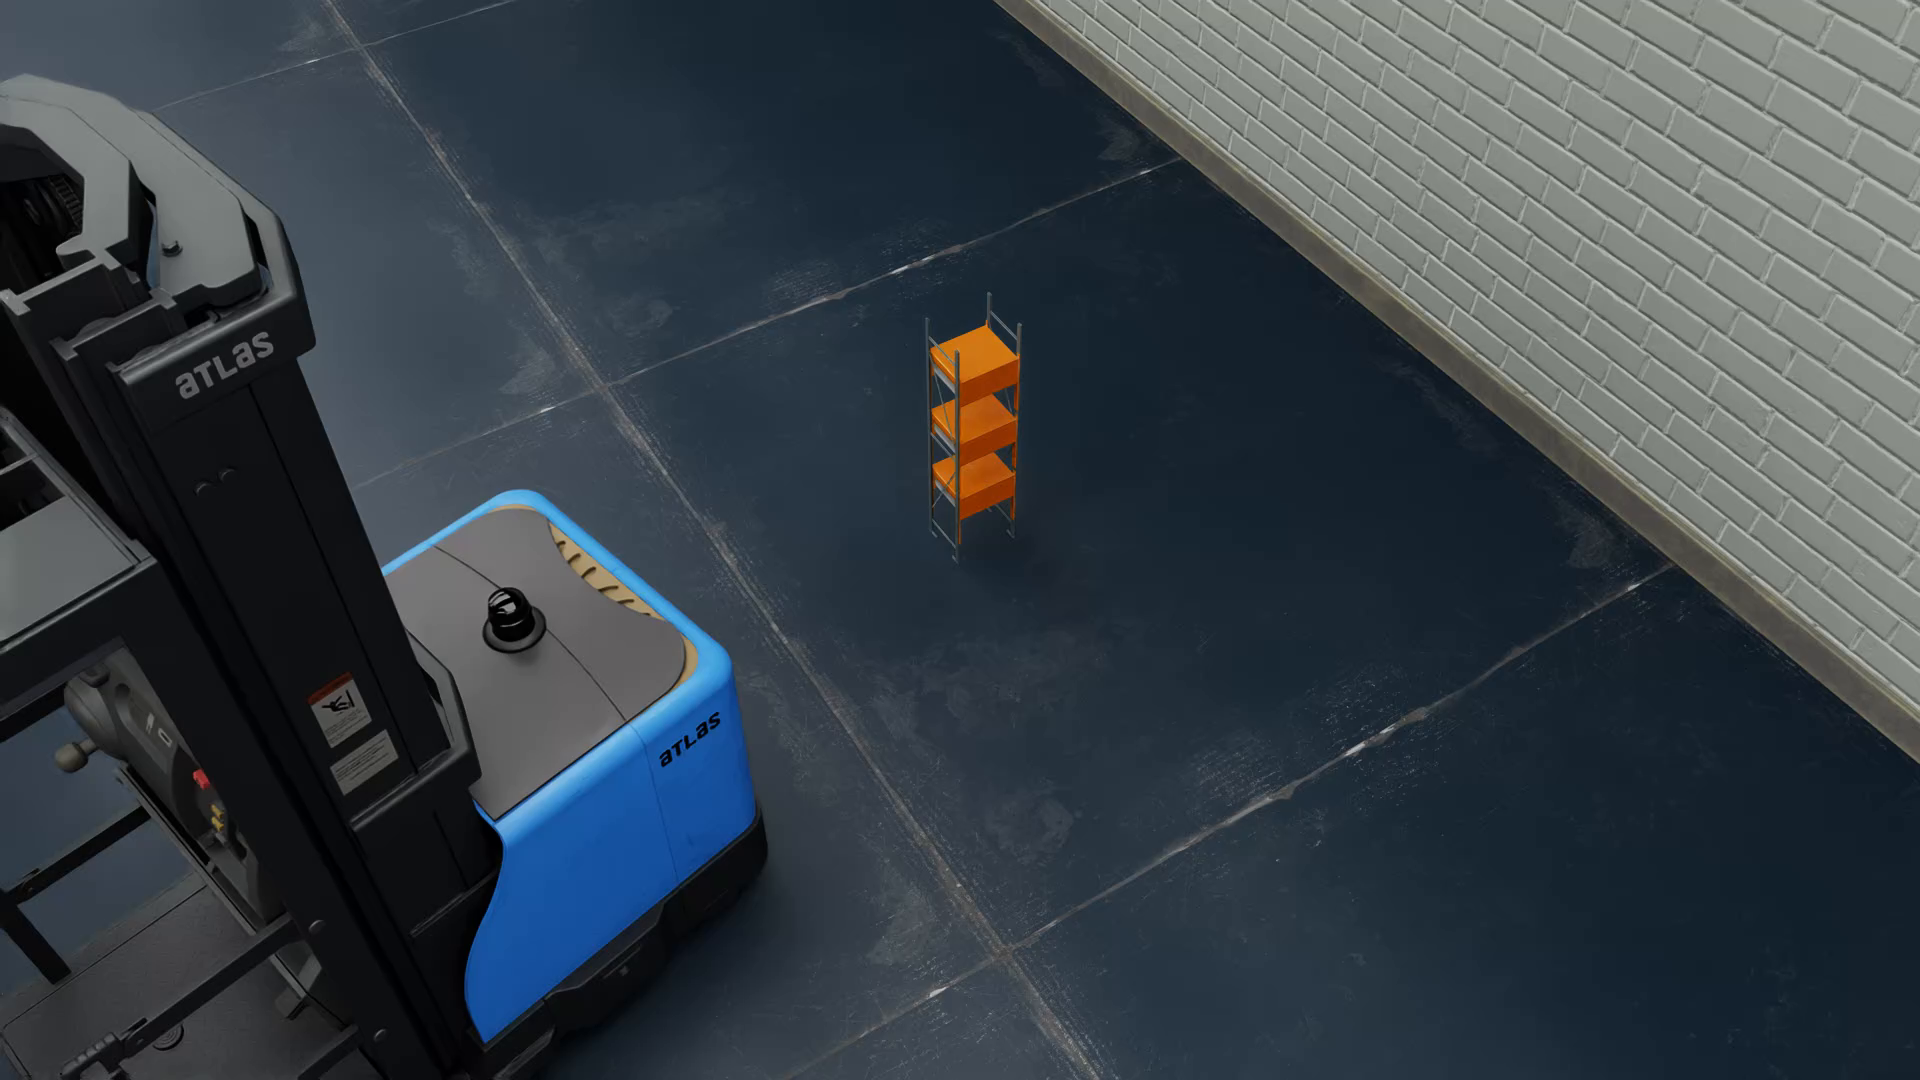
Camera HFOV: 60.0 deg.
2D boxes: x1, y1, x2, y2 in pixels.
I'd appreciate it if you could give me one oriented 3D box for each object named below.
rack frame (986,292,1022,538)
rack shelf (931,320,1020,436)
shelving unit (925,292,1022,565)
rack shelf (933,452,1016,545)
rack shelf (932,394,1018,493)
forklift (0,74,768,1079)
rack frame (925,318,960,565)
[{"bbox_3d":[0.148,-0.419,5.920,0.008,1.050,0.200,-25,53,-21],"label":"rack frame"},{"bbox_3d":[0.045,-0.552,5.673,0.240,0.259,0.215,-25,53,-21],"label":"rack shelf"},{"bbox_3d":[0.045,-0.370,5.877,0.252,1.050,0.215,-25,53,-21],"label":"shelving unit"},{"bbox_3d":[0.045,-0.179,6.092,0.240,0.259,0.215,-25,53,-21],"label":"rack shelf"},{"bbox_3d":[0.045,-0.363,5.885,0.240,0.259,0.215,-25,53,-21],"label":"rack shelf"},{"bbox_3d":[-1.995,0.603,3.751,1.130,2.935,3.031,36,57,28],"label":"forklift"},{"bbox_3d":[-0.058,-0.322,5.834,0.008,1.050,0.200,-25,53,-21],"label":"rack frame"}]
